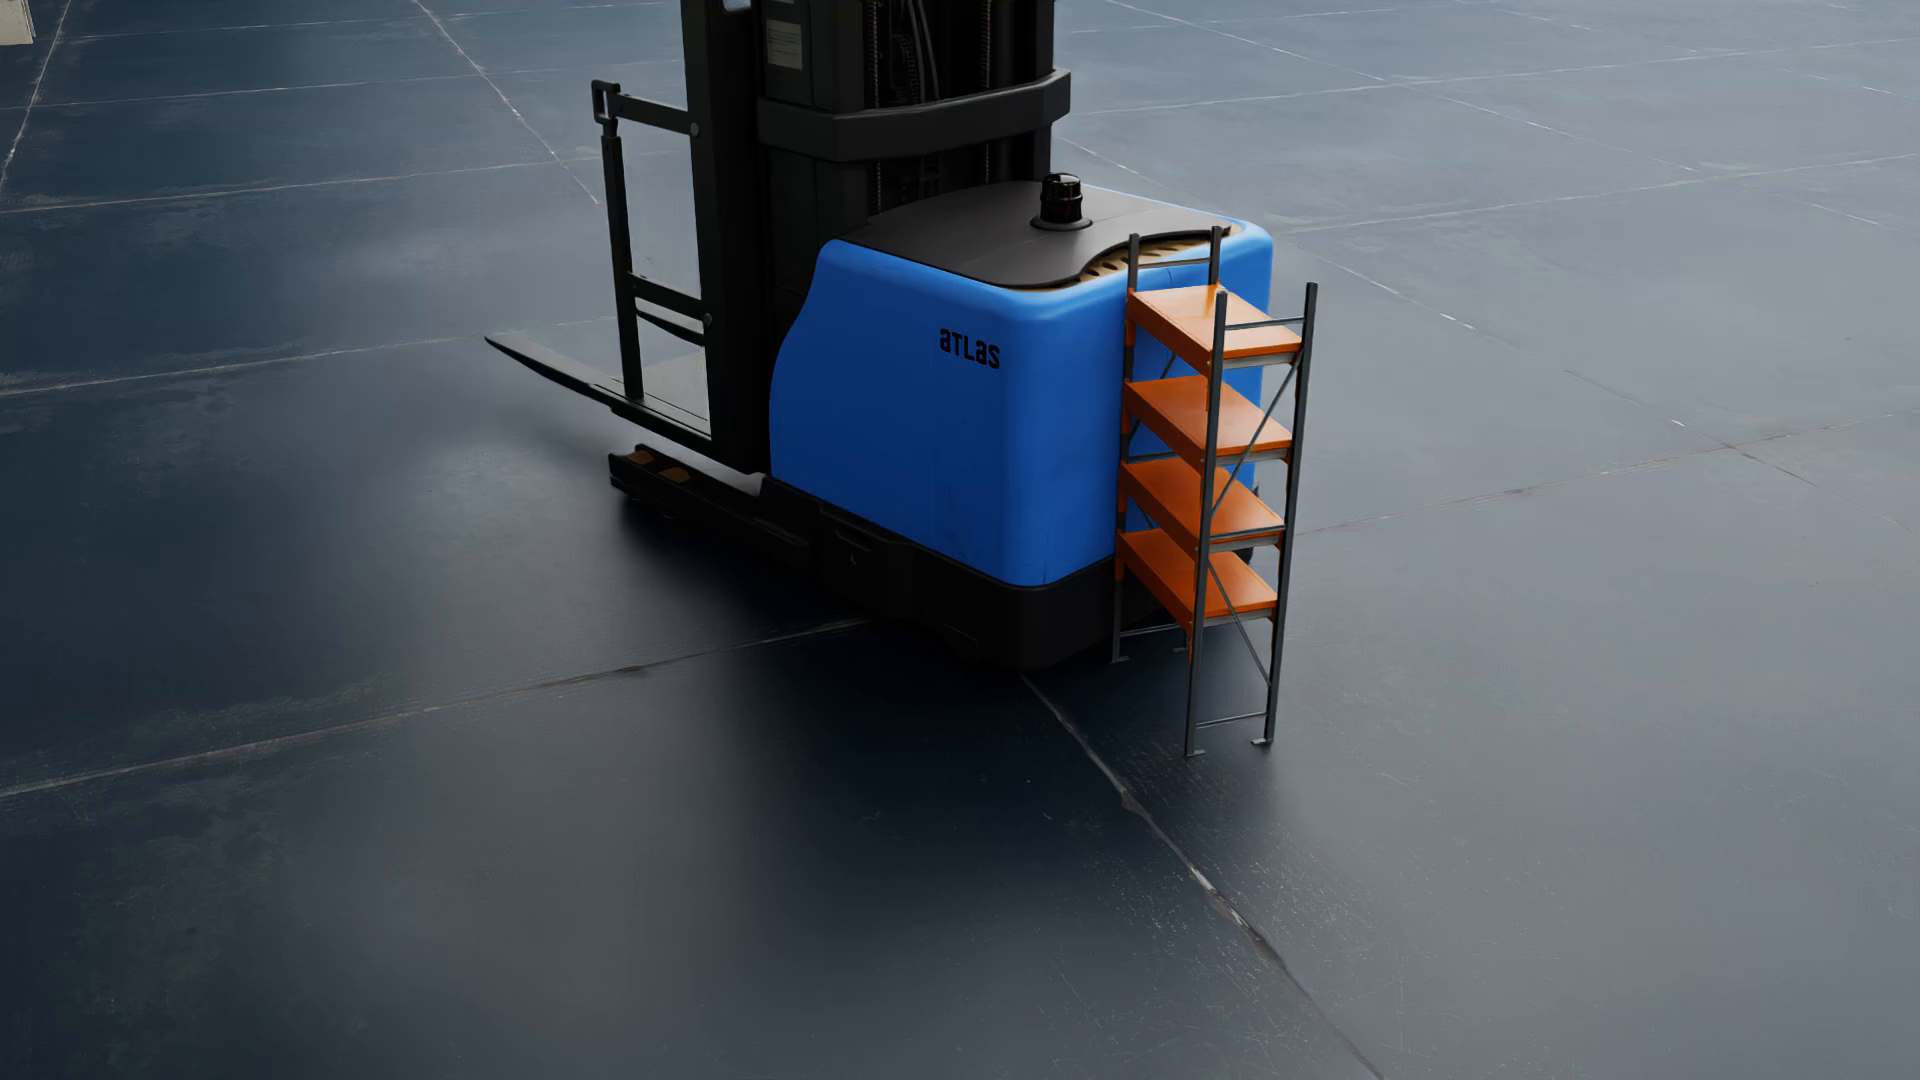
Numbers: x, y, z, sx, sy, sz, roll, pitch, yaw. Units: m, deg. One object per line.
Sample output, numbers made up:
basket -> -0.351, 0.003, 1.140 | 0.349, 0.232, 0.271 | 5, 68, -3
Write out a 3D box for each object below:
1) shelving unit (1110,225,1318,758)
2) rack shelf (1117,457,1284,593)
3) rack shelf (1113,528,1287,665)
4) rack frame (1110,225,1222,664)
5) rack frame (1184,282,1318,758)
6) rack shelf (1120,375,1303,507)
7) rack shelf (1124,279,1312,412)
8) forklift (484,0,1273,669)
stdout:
shelving unit -> 0.602, -0.117, 4.123 | 0.258, 1.200, 0.503 | -8, 27, -16
rack shelf -> 0.602, -0.057, 4.152 | 0.258, 0.148, 0.480 | -8, 27, -16
rack shelf -> 0.602, 0.122, 4.239 | 0.258, 0.148, 0.480 | -8, 27, -16
rack frame -> 0.529, -0.219, 4.332 | 0.240, 1.200, 0.015 | -8, 27, -16
rack frame -> 0.676, -0.015, 3.914 | 0.240, 1.200, 0.015 | -8, 27, -16
rack shelf -> 0.602, -0.258, 4.054 | 0.258, 0.148, 0.480 | -8, 27, -16
rack shelf -> 0.602, -0.470, 3.950 | 0.258, 0.148, 0.480 | -8, 27, -16
forklift -> -0.514, -1.525, 5.033 | 1.130, 2.935, 3.031 | -23, 34, -39
